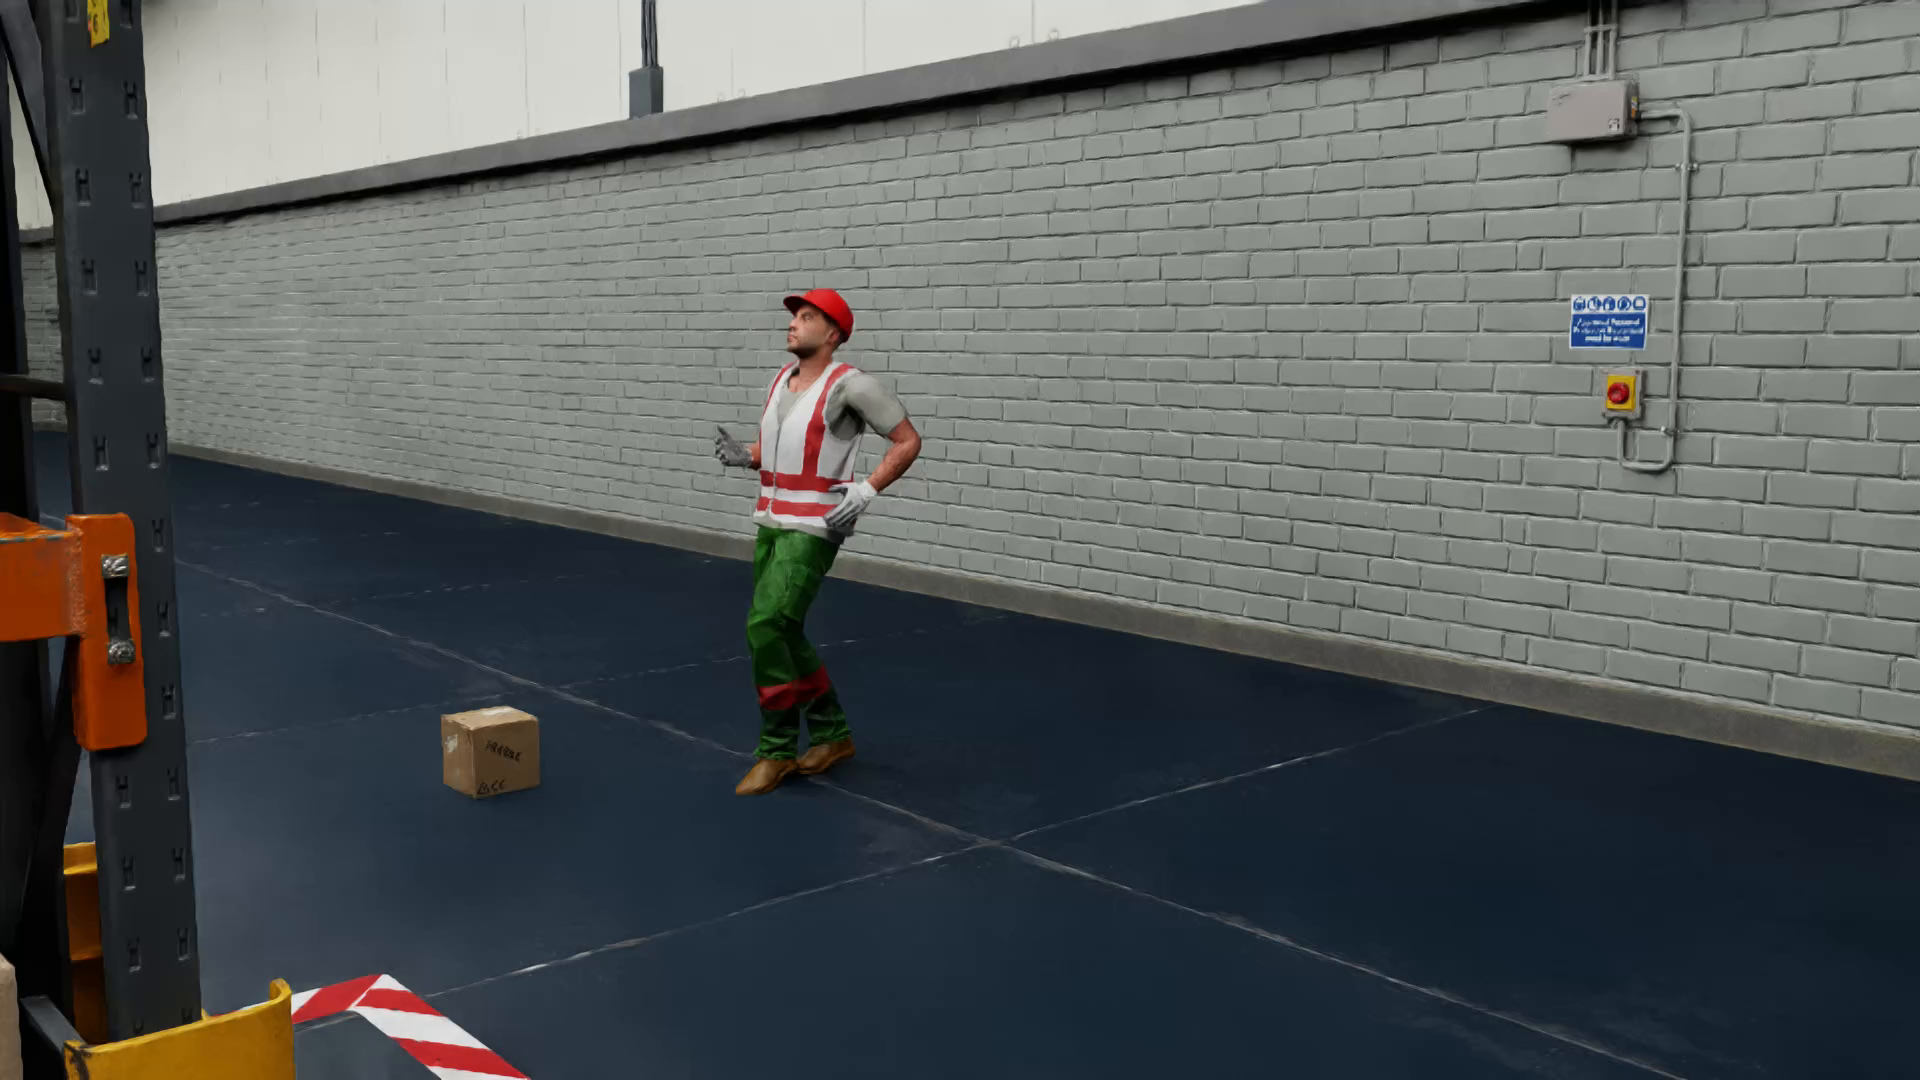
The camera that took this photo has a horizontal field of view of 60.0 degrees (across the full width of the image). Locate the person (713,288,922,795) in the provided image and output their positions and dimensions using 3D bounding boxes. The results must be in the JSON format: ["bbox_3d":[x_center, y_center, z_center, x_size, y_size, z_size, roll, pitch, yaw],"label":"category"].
[{"bbox_3d":[-0.587,-0.012,5.988,0.681,1.777,0.632,-5,9,-36],"label":"person"}]
